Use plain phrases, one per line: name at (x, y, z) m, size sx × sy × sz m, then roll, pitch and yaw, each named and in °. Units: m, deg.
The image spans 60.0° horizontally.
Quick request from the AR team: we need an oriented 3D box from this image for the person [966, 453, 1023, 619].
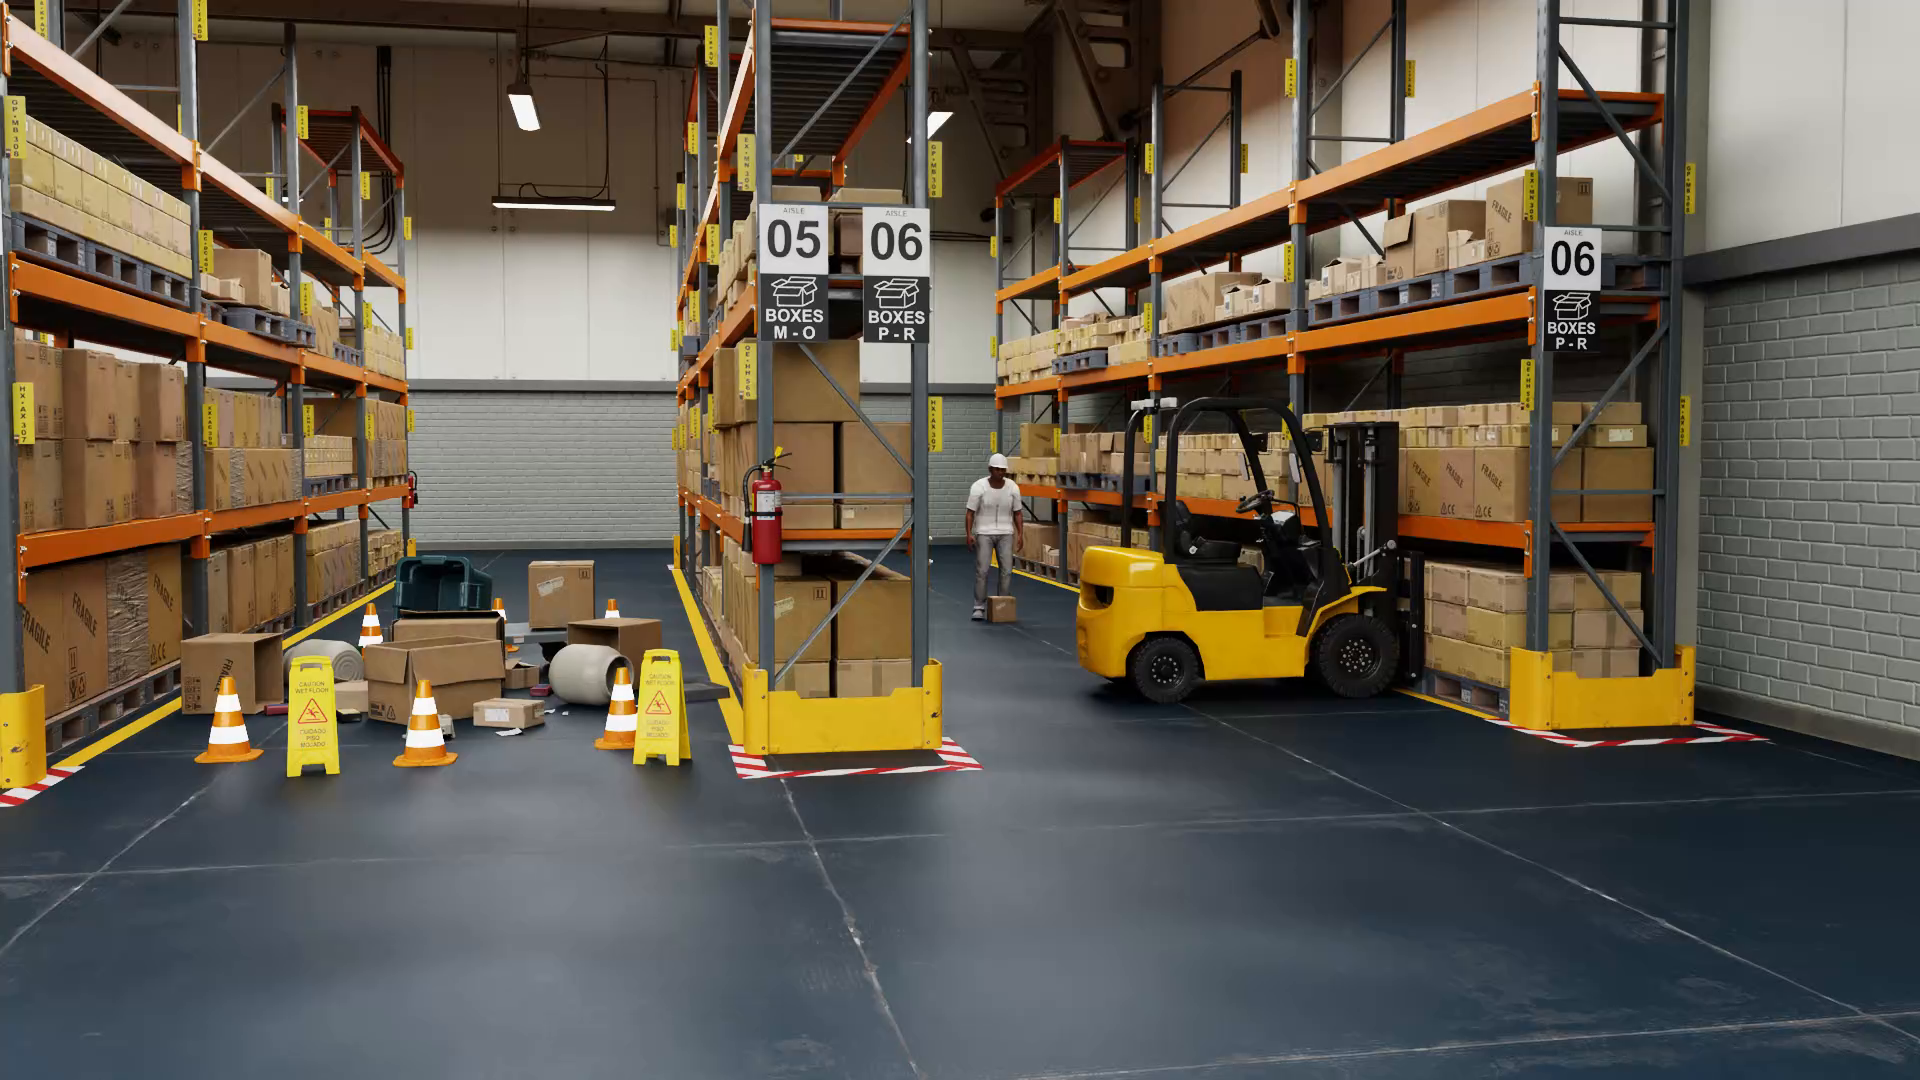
person at (0.370, -0.039, 17.678) m, size 0.627 × 1.760 × 0.460 m, roll -1°, pitch 3°, yaw -11°
